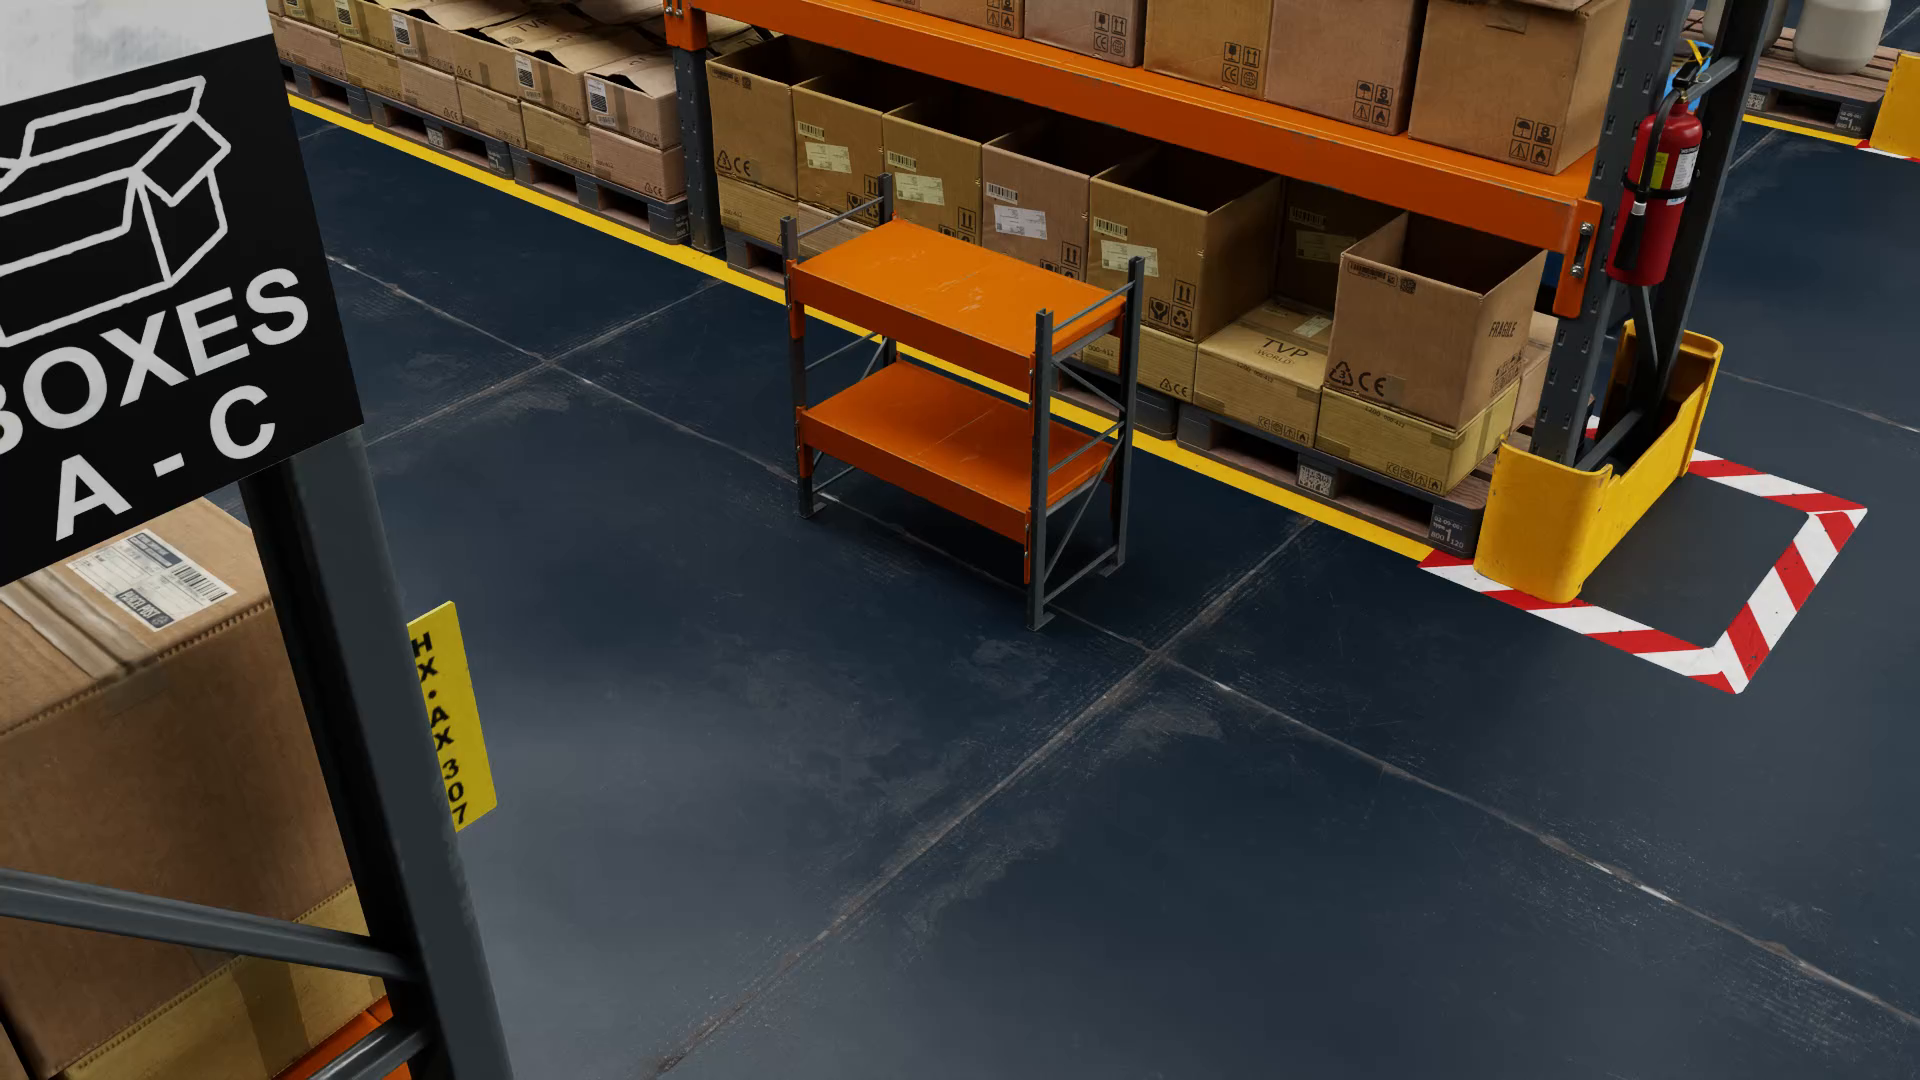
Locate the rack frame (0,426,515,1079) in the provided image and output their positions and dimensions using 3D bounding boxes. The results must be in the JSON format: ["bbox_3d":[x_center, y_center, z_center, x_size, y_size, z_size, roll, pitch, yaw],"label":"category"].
[{"bbox_3d":[-0.970,0.818,1.909,0.053,2.616,0.949,25,42,32],"label":"rack frame"}]

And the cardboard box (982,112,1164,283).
[{"bbox_3d":[0.430,-1.288,6.372,0.500,0.500,0.500,25,42,32],"label":"cardboard box"}]

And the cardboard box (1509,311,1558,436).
[{"bbox_3d":[1.924,-0.668,6.131,0.500,0.250,0.500,25,42,32],"label":"cardboard box"}]

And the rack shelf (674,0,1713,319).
[{"bbox_3d":[0.657,-1.765,6.306,4.000,0.370,1.077,25,42,32],"label":"rack shelf"}]

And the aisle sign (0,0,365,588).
[{"bbox_3d":[-0.725,-0.357,1.323,0.004,0.787,0.394,25,42,32],"label":"aisle sign"}]

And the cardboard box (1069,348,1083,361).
[{"bbox_3d":[0.432,-0.981,6.586,0.500,0.250,0.500,25,42,32],"label":"cardboard box"}]

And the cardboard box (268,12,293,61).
[{"bbox_3d":[-3.739,-2.957,9.464,0.500,0.250,0.500,25,42,32],"label":"cardboard box"}]

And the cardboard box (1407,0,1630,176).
[{"bbox_3d":[1.844,-1.553,5.273,0.500,0.500,0.700,25,42,32],"label":"cardboard box"}]

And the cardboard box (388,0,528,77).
[{"bbox_3d":[-2.544,-2.630,8.492,0.500,0.311,0.500,25,41,31],"label":"cardboard box"}]

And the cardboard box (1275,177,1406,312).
[{"bbox_3d":[1.539,-1.157,6.181,0.500,0.500,0.500,25,42,32],"label":"cardboard box"}]

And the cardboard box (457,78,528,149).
[{"bbox_3d":[-2.165,-2.219,8.389,0.500,0.250,0.500,26,42,33],"label":"cardboard box"}]

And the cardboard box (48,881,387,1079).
[{"bbox_3d":[-1.144,0.558,2.402,0.500,0.250,0.500,24,41,31],"label":"cardboard box"}]

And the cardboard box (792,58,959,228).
[{"bbox_3d":[-0.335,-1.653,6.903,0.500,0.500,0.500,25,42,32],"label":"cardboard box"}]

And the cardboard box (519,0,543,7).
[{"bbox_3d":[-2.221,-2.871,8.844,0.500,0.311,0.500,27,42,33],"label":"cardboard box"}]

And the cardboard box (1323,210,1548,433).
[{"bbox_3d":[1.592,-0.751,5.589,0.500,0.500,0.500,25,42,32],"label":"cardboard box"}]

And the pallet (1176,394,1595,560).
[{"bbox_3d":[1.580,-0.446,6.214,1.213,0.211,1.003,25,42,32],"label":"pallet"}]

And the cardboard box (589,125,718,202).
[{"bbox_3d":[-1.384,-1.850,7.852,0.500,0.250,0.500,25,42,31],"label":"cardboard box"}]

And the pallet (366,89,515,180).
[{"bbox_3d":[-2.413,-2.328,8.954,1.213,0.211,1.003,25,42,32],"label":"pallet"}]

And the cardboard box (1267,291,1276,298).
[{"bbox_3d":[1.154,-1.029,6.656,0.500,0.250,0.500,25,42,32],"label":"cardboard box"}]

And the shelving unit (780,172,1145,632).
[{"bbox_3d":[-0.005,-0.466,5.435,1.048,1.125,0.538,25,42,32],"label":"shelving unit"}]

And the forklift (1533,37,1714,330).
[{"bbox_3d":[1.716,-2.694,7.084,3.031,2.935,1.130,27,43,34],"label":"forklift"}]

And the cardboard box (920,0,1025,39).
[{"bbox_3d":[0.258,-2.298,6.358,0.500,0.500,0.700,26,42,32],"label":"cardboard box"}]

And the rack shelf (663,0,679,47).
[{"bbox_3d":[-2.417,-3.214,8.416,4.000,0.370,1.077,25,42,32],"label":"rack shelf"}]

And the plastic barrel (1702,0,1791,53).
[{"bbox_3d":[4.426,-3.025,9.332,0.421,0.512,0.421,0,34,0],"label":"plastic barrel"}]

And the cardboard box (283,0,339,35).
[{"bbox_3d":[-3.330,-3.002,9.033,0.500,0.311,0.500,24,41,31],"label":"cardboard box"}]

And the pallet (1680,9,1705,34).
[{"bbox_3d":[3.723,-3.087,10.059,1.213,0.211,1.003,25,42,32],"label":"pallet"}]

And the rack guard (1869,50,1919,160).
[{"bbox_3d":[5.278,-2.467,8.901,0.348,0.500,1.175,25,42,32],"label":"rack guard"}]

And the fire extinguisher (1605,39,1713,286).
[{"bbox_3d":[1.988,-1.060,4.713,0.183,0.674,0.296,25,42,32],"label":"fire extinguisher"}]

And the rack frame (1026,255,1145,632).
[{"bbox_3d":[0.385,-0.282,5.167,0.032,1.125,0.500,25,42,32],"label":"rack frame"}]

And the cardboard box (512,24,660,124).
[{"bbox_3d":[-1.779,-2.264,7.960,0.500,0.311,0.500,27,42,33],"label":"cardboard box"}]

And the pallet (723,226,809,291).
[{"bbox_3d":[-0.296,-1.330,7.500,1.213,0.211,1.003,25,42,32],"label":"pallet"}]

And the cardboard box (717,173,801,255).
[{"bbox_3d":[-0.718,-1.526,7.380,0.500,0.250,0.500,25,42,32],"label":"cardboard box"}]

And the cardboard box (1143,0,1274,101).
[{"bbox_3d":[1.059,-1.923,5.813,0.500,0.500,0.700,26,42,32],"label":"cardboard box"}]

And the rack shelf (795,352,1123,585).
[{"bbox_3d":[-0.005,-0.265,5.574,1.000,0.278,0.538,25,42,32],"label":"rack shelf"}]

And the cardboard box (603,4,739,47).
[{"bbox_3d":[-1.420,-2.498,8.301,0.500,0.311,0.500,25,42,31],"label":"cardboard box"}]

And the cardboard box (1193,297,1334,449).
[{"bbox_3d":[1.201,-0.618,6.059,0.500,0.250,0.500,25,42,32],"label":"cardboard box"}]

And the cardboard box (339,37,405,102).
[{"bbox_3d":[-2.949,-2.590,8.929,0.500,0.250,0.500,24,41,31],"label":"cardboard box"}]
